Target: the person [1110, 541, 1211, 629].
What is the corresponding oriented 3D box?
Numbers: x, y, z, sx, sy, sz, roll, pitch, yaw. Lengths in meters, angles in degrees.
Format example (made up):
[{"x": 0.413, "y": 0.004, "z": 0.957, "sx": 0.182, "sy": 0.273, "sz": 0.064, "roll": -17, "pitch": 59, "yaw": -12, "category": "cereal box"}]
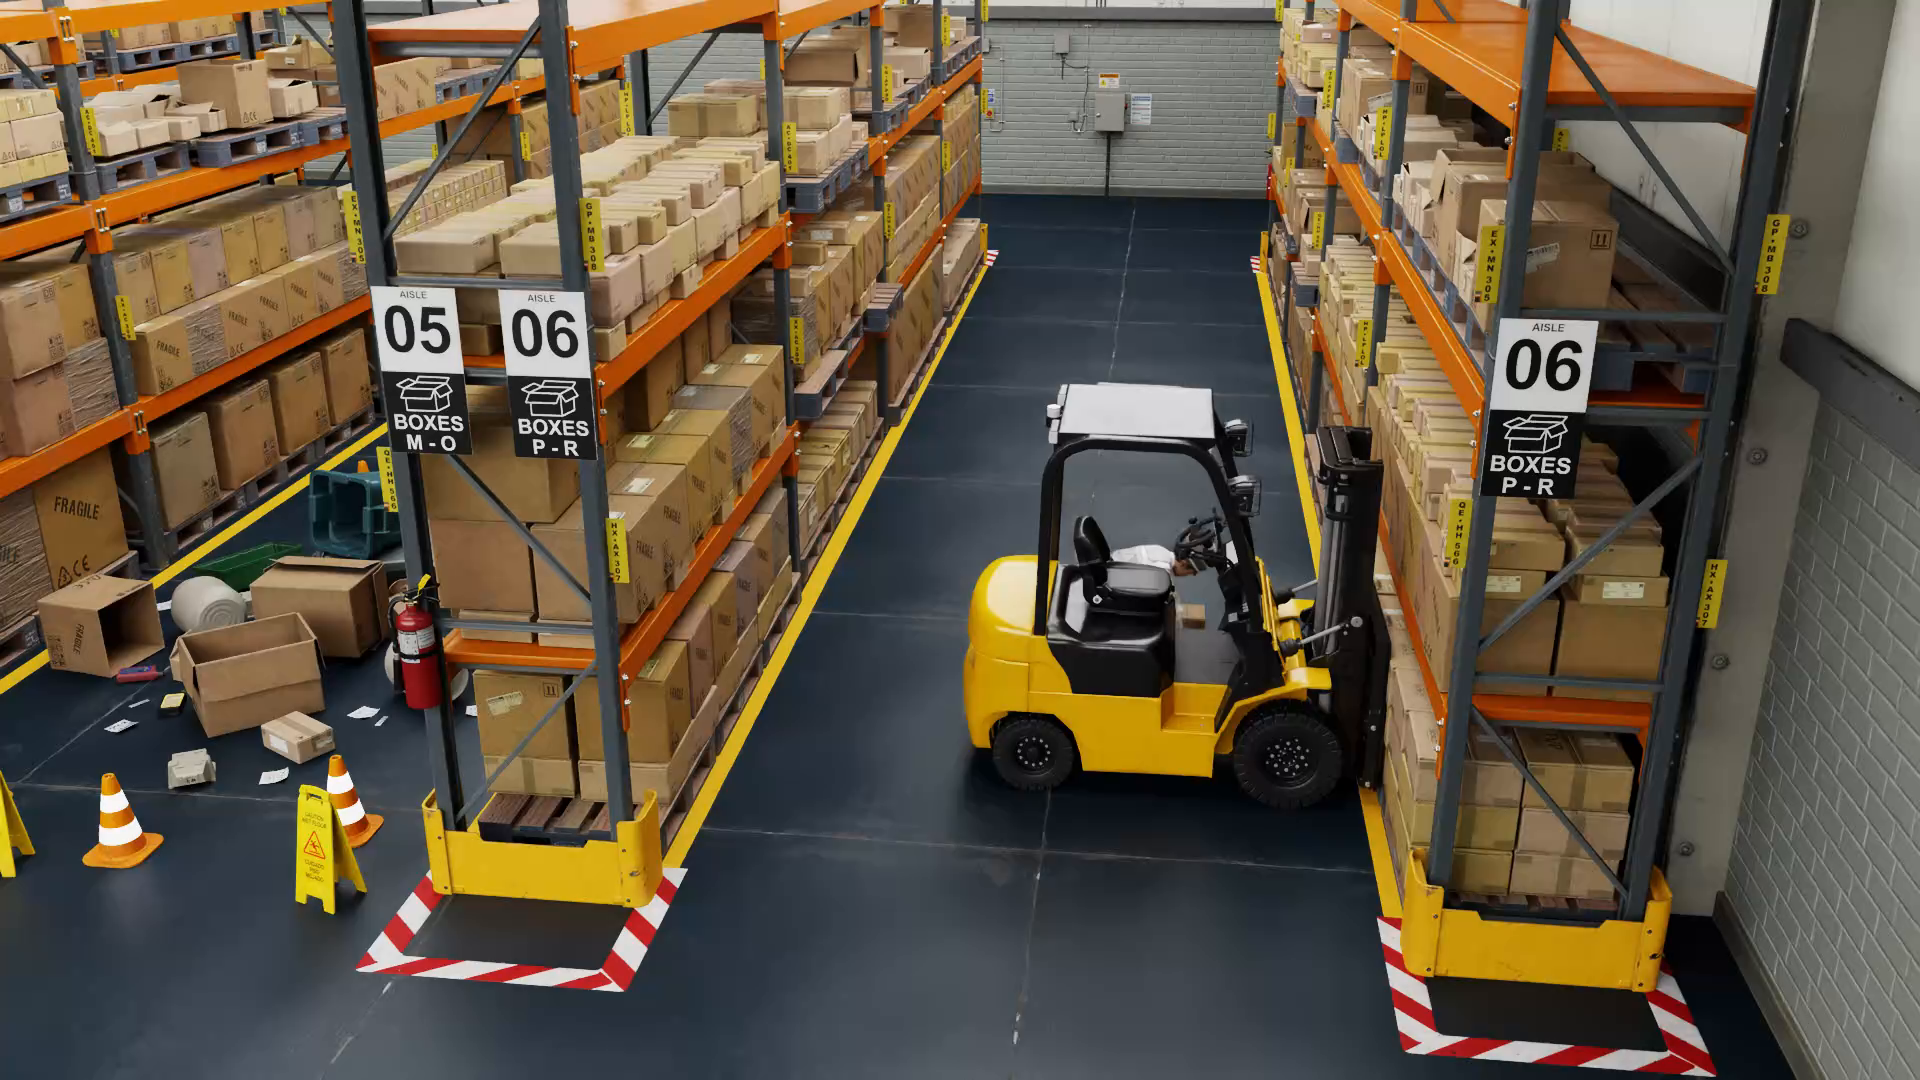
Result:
[{"x": 1.263, "y": 0.371, "z": 11.420, "sx": 0.902, "sy": 0.808, "sz": 0.462, "roll": 2, "pitch": 21, "yaw": 5, "category": "person"}]
